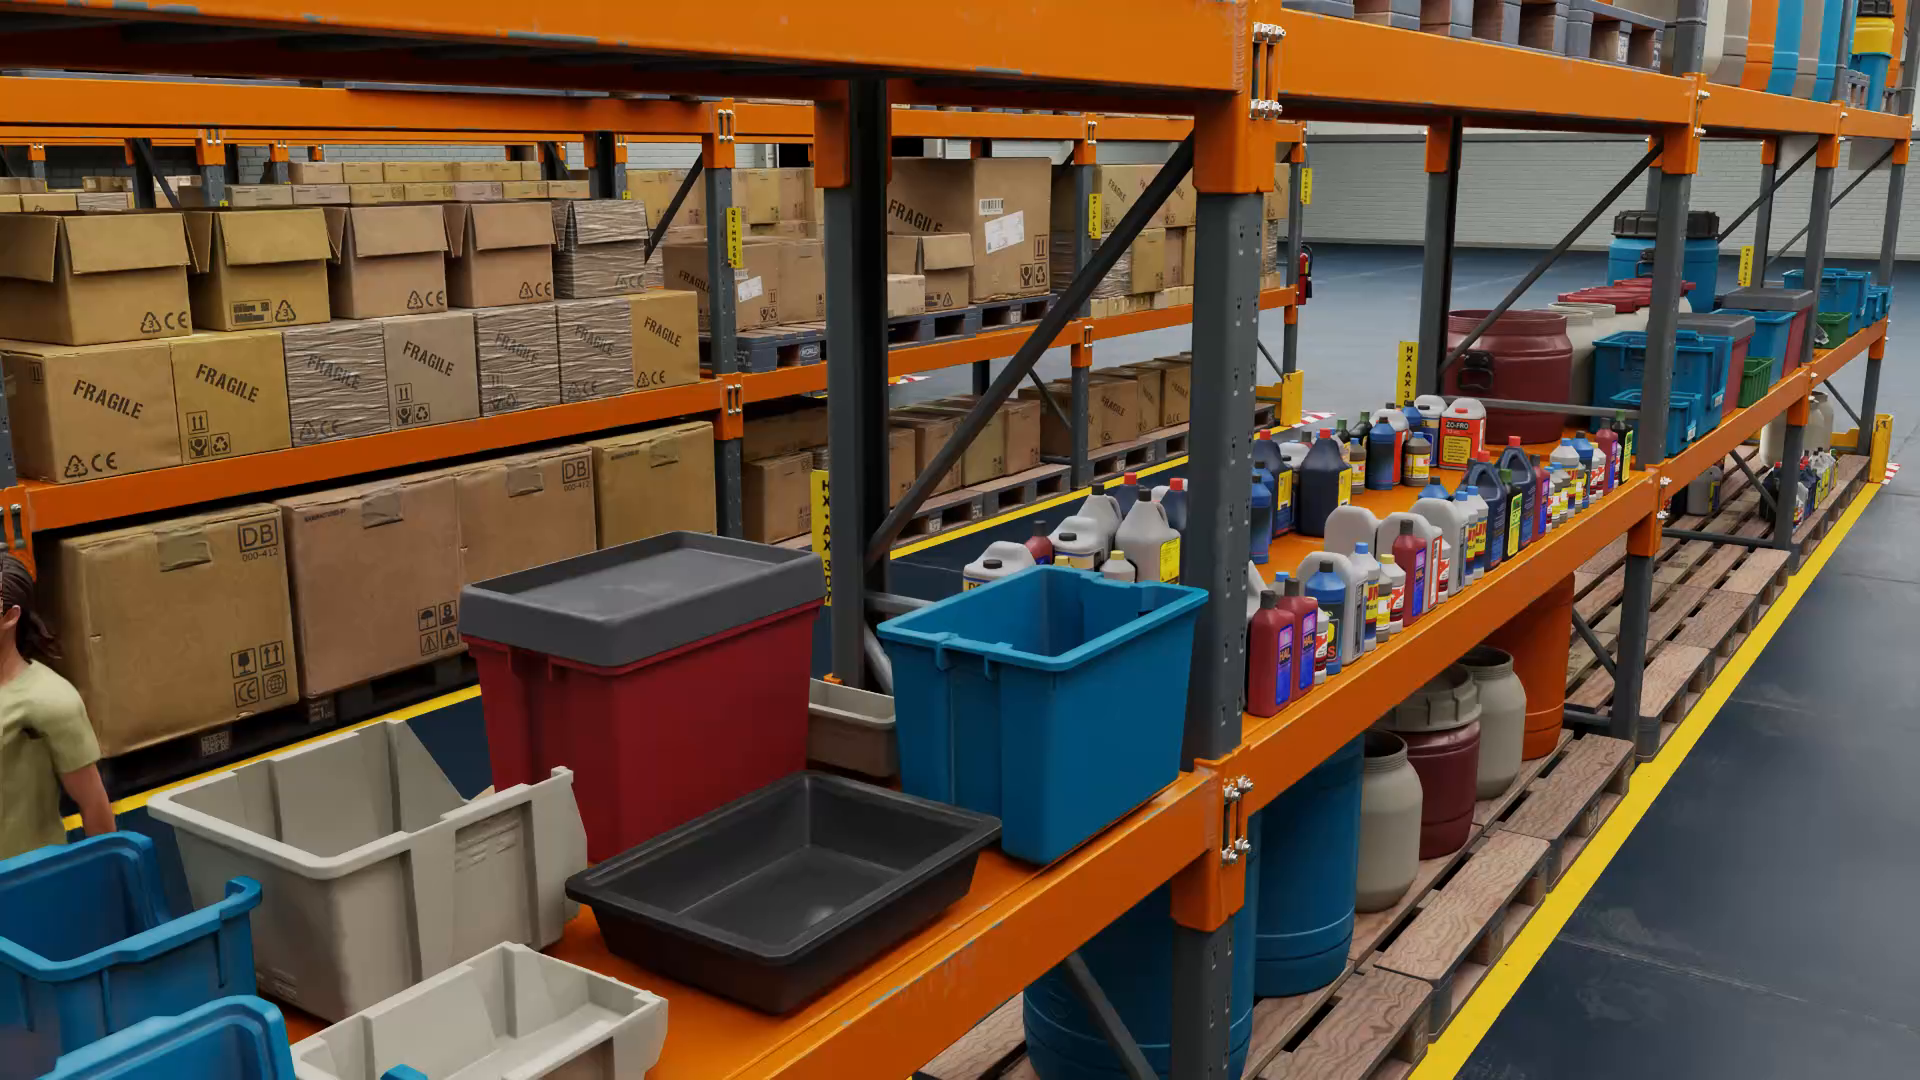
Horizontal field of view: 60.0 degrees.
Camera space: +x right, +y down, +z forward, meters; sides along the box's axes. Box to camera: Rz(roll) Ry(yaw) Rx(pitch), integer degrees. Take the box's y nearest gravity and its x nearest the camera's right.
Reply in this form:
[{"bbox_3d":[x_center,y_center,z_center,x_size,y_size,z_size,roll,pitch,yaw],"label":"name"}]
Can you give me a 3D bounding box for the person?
[{"bbox_3d":[-2.262,0.827,3.926,0.445,1.623,0.997,7,15,26],"label":"person"}]
